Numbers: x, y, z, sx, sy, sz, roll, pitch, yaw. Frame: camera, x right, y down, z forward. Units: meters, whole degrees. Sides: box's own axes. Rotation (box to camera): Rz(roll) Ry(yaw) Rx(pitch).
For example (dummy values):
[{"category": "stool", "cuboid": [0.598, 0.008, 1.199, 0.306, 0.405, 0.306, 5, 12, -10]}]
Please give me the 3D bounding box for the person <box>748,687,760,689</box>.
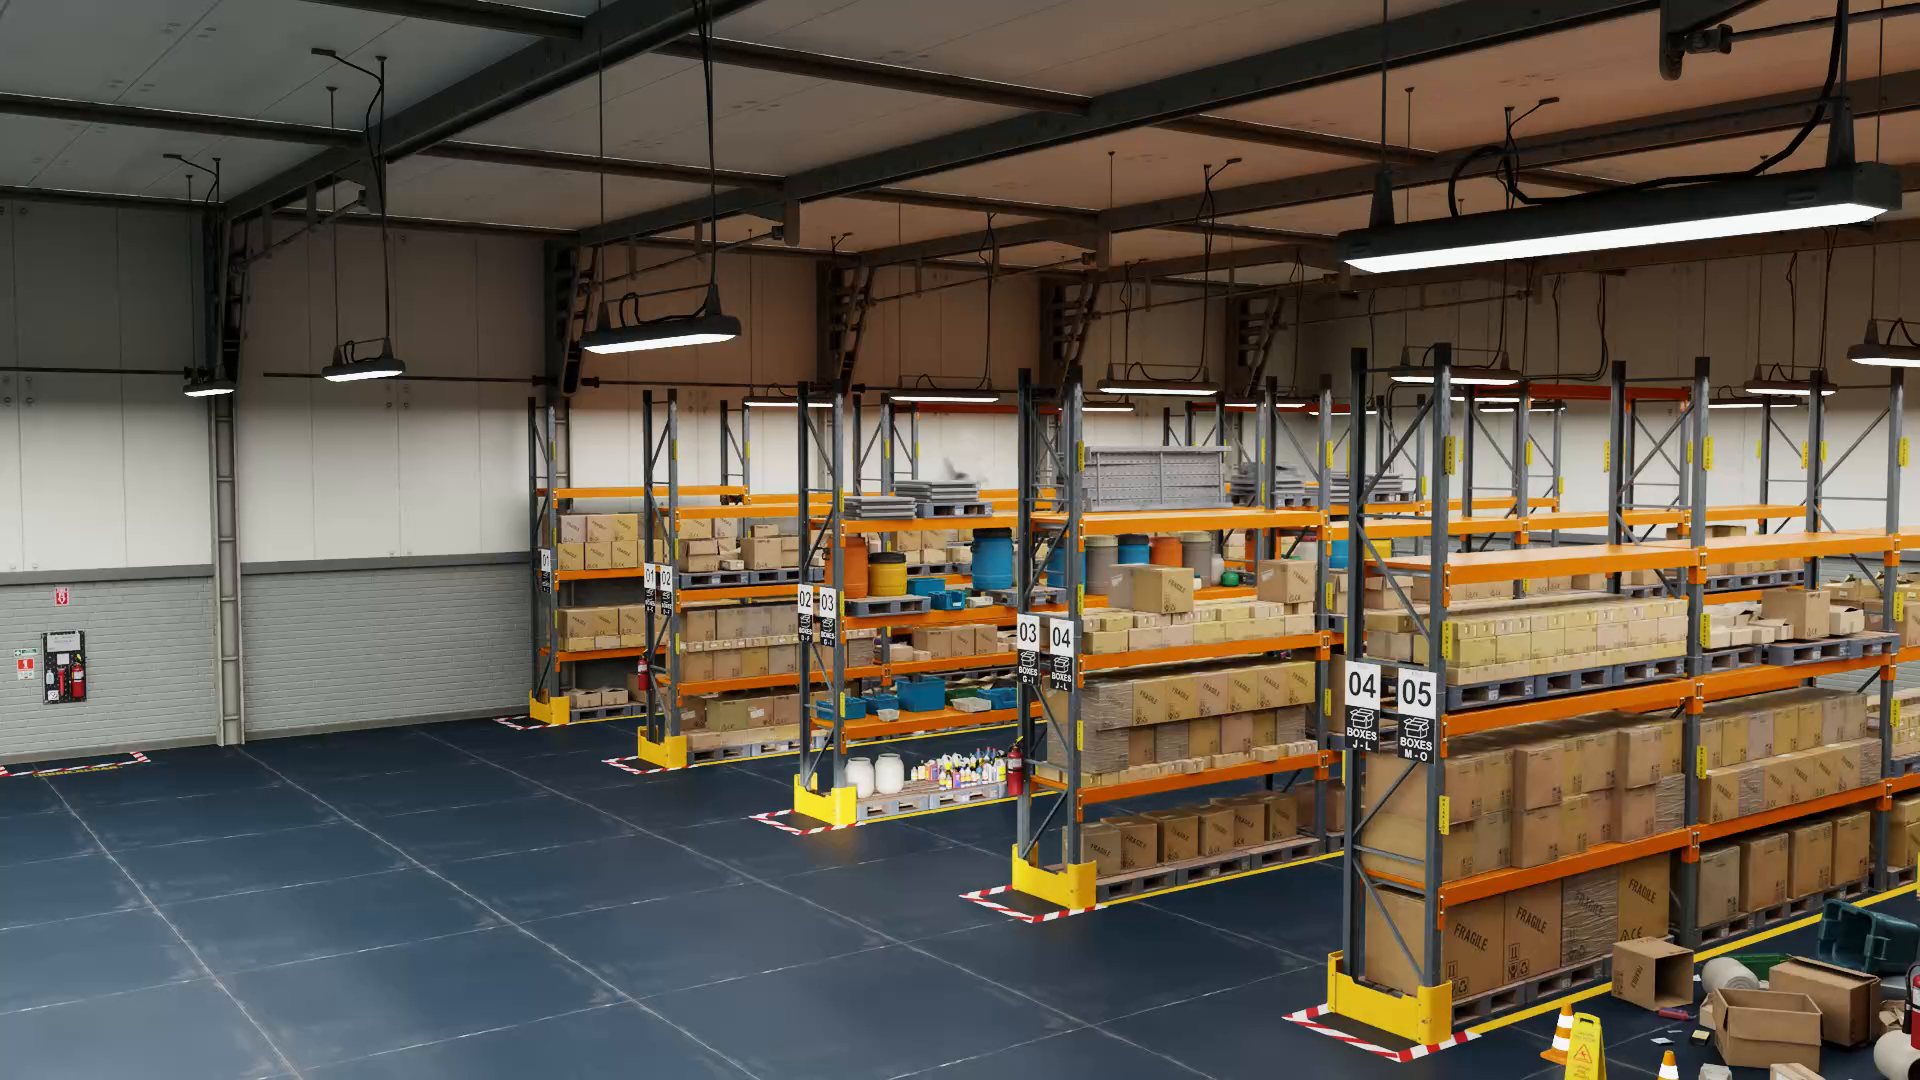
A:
[{"category": "person", "cuboid": [-3.637, 2.537, 30.107, 0.697, 1.725, 0.666, 3, 5, 43]}]
